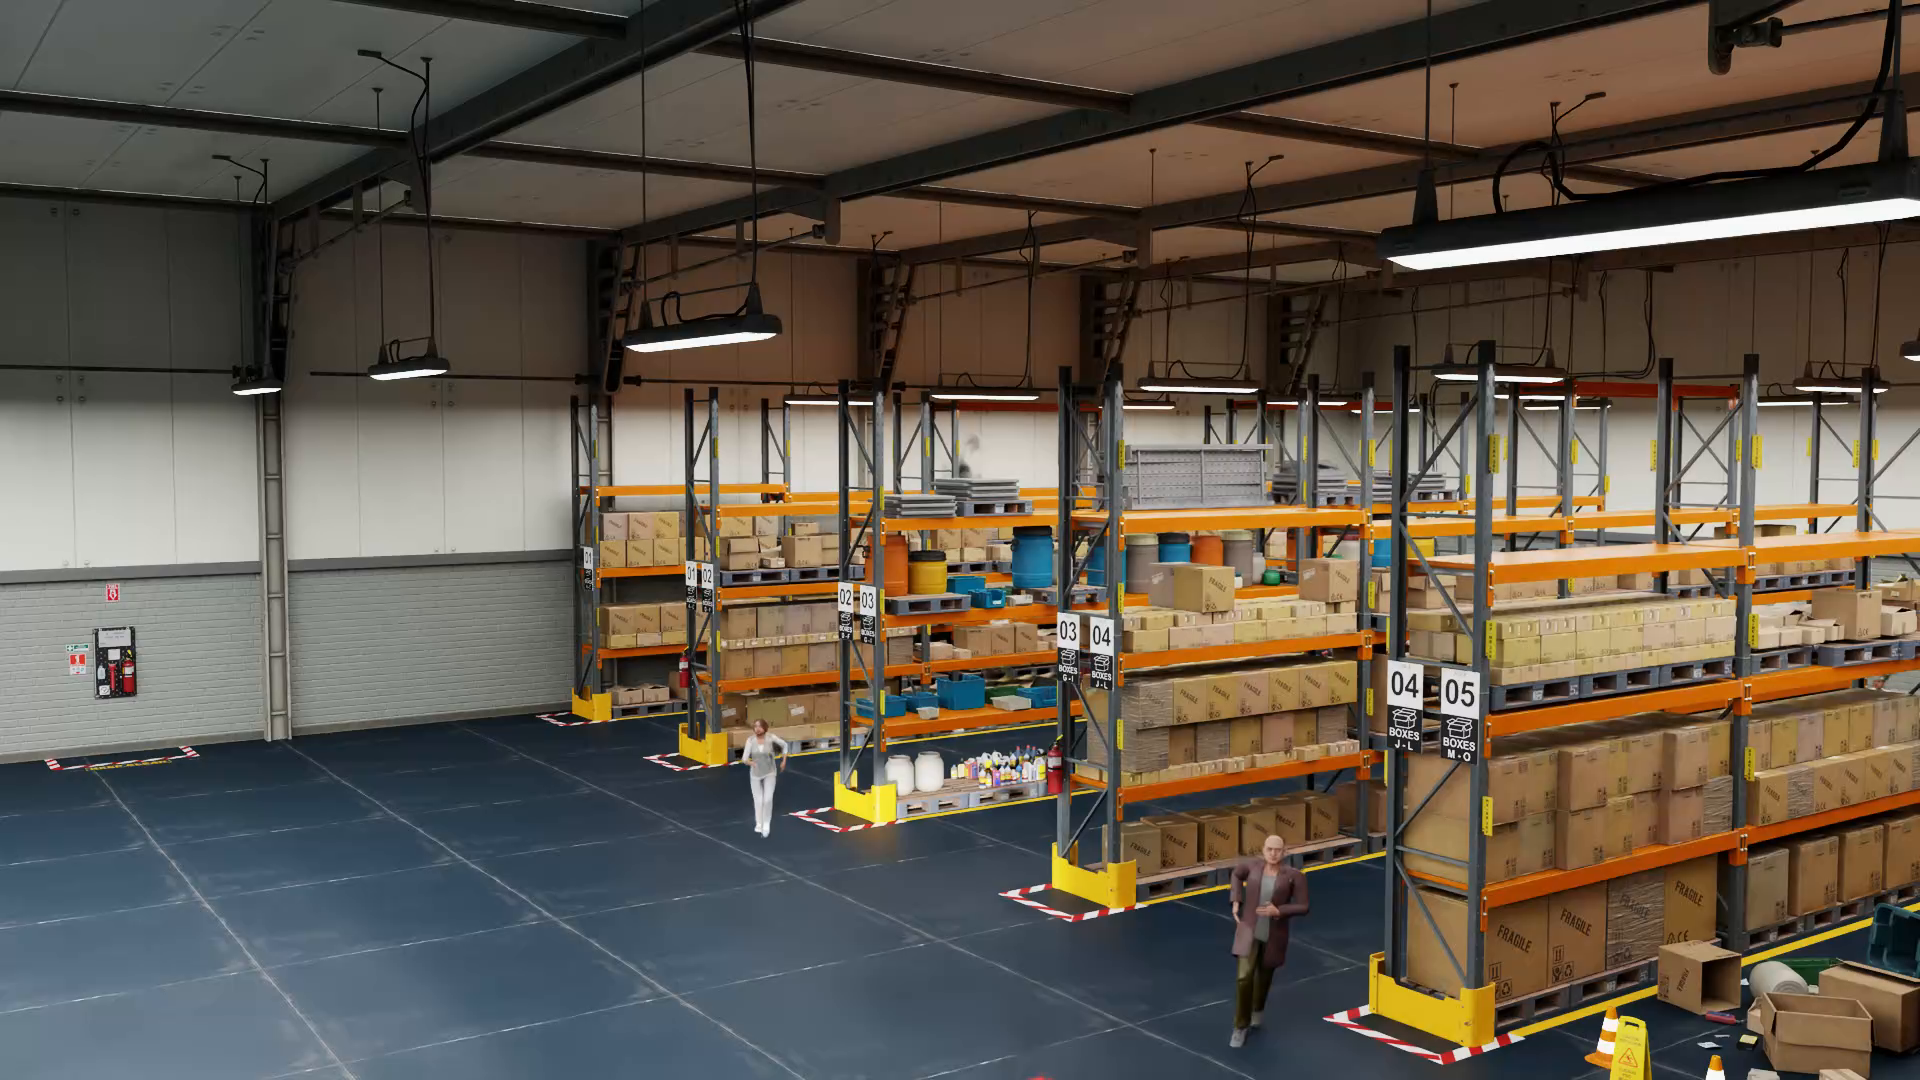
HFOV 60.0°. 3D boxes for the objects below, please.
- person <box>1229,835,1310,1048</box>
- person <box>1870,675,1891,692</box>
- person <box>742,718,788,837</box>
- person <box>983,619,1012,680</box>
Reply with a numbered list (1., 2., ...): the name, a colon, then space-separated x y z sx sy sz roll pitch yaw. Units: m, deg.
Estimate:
1. person: 2.676 3.437 14.382 0.696 1.845 0.781 1 4 14
2. person: 13.999 2.820 25.264 0.854 1.677 0.599 -3 4 -37
3. person: -2.528 3.063 21.502 0.554 1.554 0.790 0 3 3
4. person: 0.705 2.126 32.258 0.669 1.849 0.758 3 5 44
